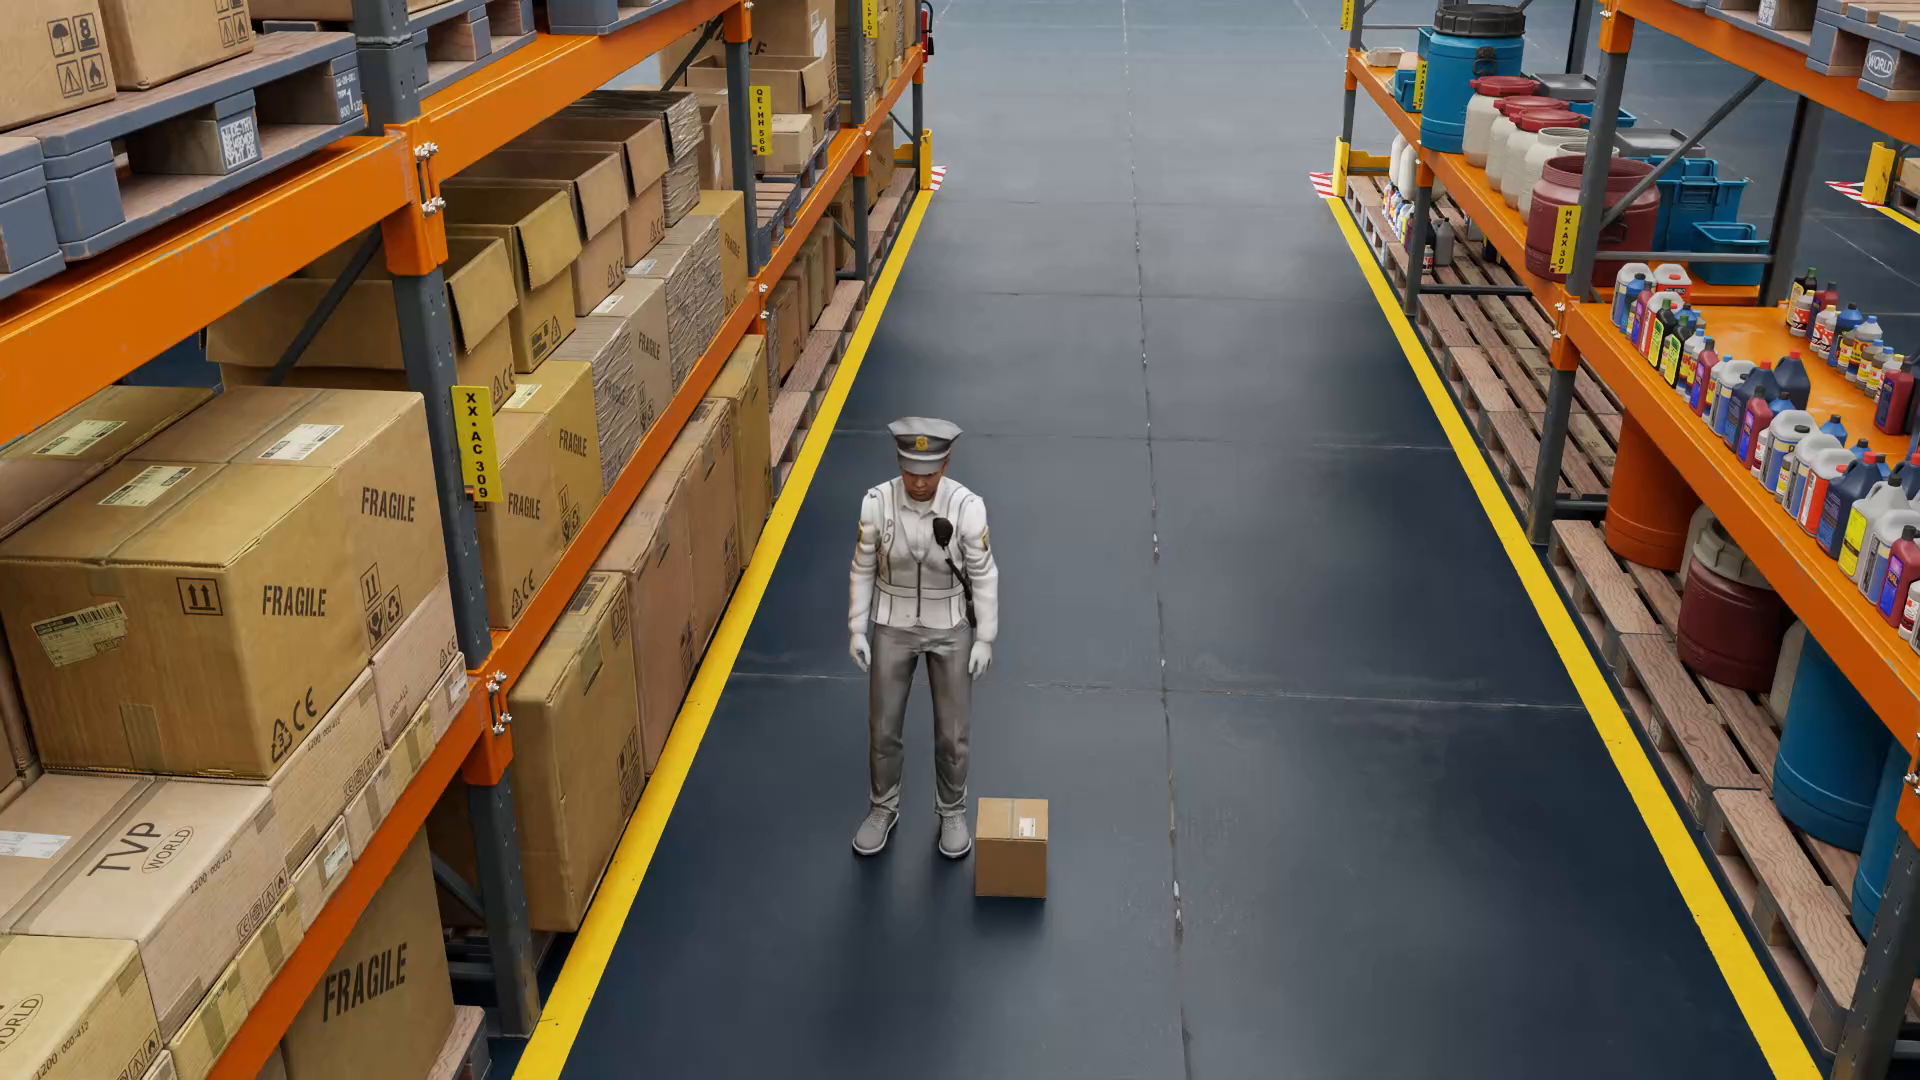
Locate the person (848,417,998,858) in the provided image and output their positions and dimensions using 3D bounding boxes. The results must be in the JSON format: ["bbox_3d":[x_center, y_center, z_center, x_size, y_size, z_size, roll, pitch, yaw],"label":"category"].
[{"bbox_3d":[-0.132,0.340,5.861,0.529,1.663,0.374,3,25,6],"label":"person"}]
